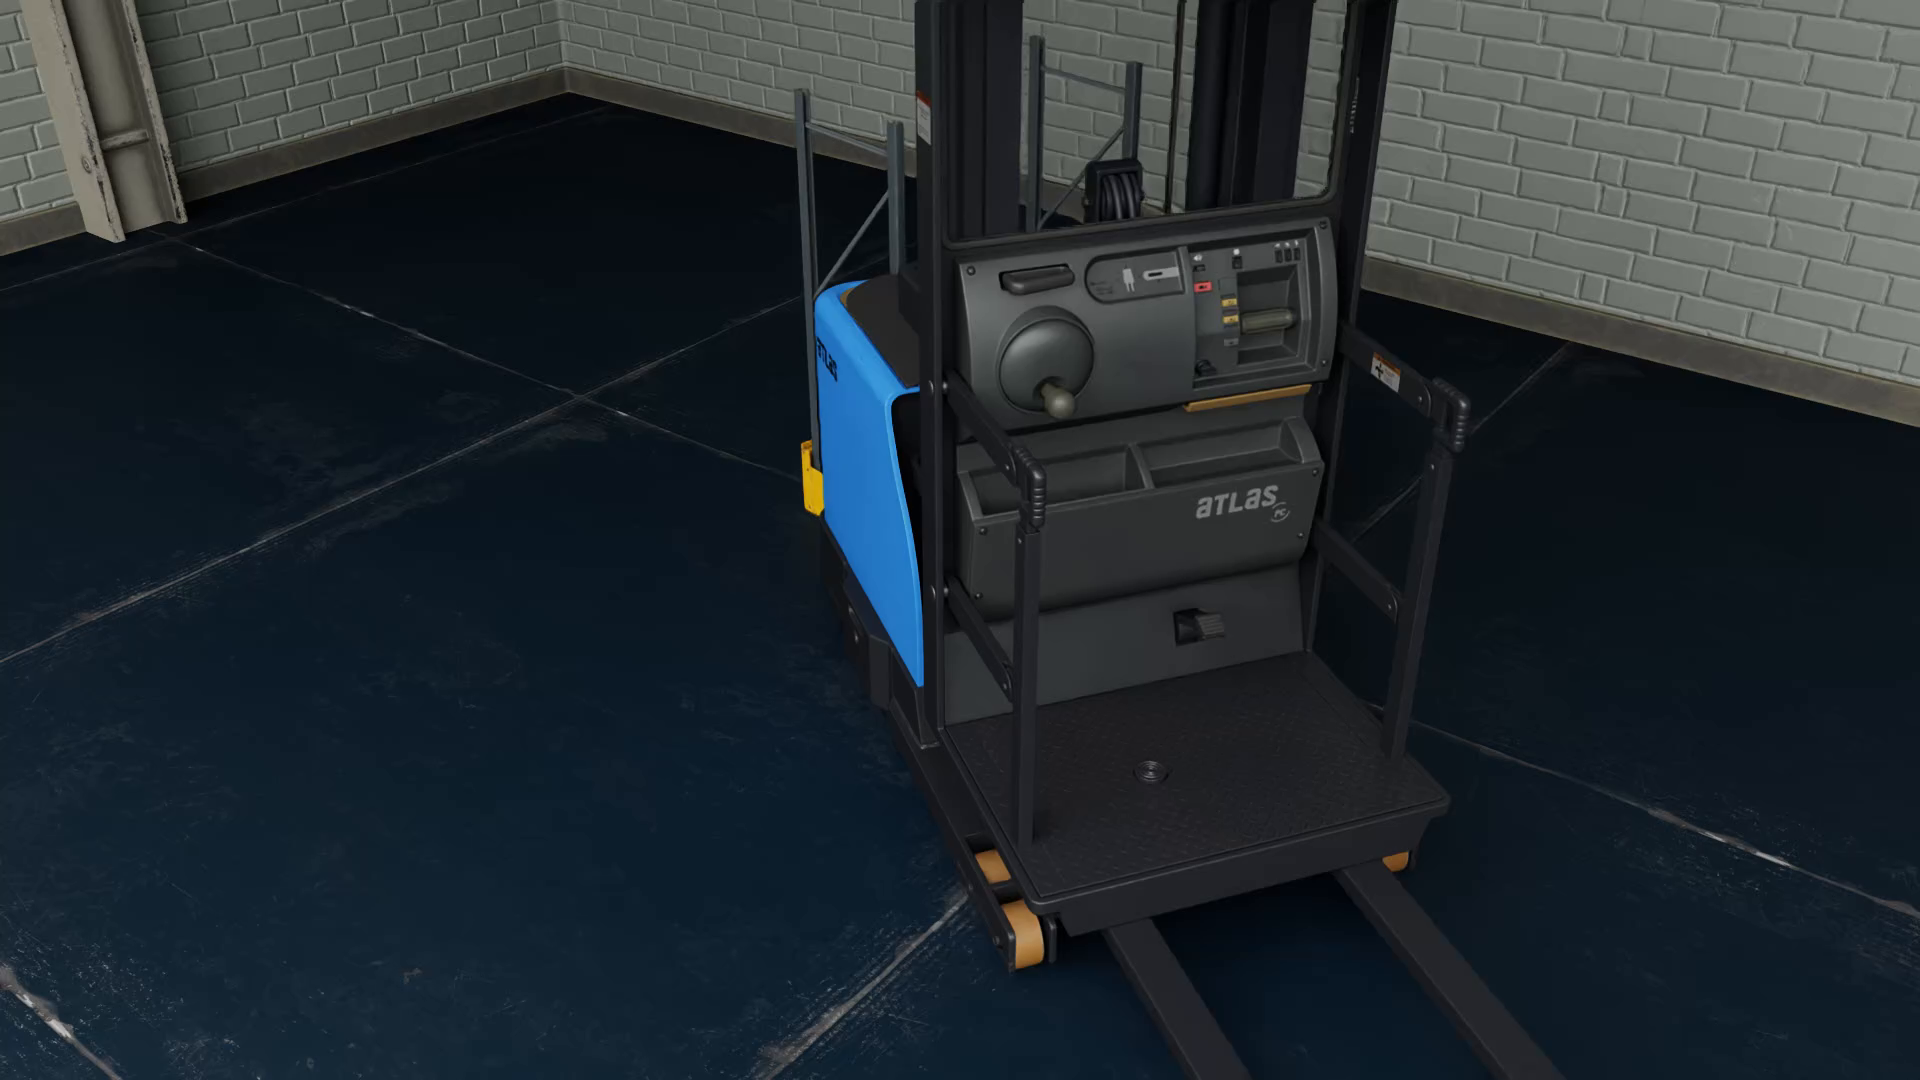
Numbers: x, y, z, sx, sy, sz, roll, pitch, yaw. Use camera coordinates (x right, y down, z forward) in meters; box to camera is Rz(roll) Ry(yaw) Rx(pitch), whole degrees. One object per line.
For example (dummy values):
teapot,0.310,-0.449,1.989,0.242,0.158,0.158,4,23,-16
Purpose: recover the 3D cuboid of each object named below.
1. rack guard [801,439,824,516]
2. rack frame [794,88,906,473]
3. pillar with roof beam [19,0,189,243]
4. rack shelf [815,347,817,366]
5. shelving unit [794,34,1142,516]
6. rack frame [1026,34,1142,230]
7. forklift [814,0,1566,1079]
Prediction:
rack guard,-0.340,-0.130,5.724,0.087,0.250,0.587,-24,38,-35
rack frame,-0.341,-0.667,5.405,0.032,1.500,0.500,-24,38,-35
pillar with roof beam,-0.750,-4.145,3.917,9.100,9.000,0.400,21,37,31
rack shelf,0.039,-0.684,5.786,1.000,0.185,0.538,-24,38,-35
shelving unit,0.033,-0.836,5.689,1.083,1.500,0.587,-24,38,-35
rack frame,0.420,-1.011,5.984,0.032,1.500,0.500,-24,38,-35
forklift,0.520,-0.464,3.658,1.130,2.935,3.031,-10,32,-16
